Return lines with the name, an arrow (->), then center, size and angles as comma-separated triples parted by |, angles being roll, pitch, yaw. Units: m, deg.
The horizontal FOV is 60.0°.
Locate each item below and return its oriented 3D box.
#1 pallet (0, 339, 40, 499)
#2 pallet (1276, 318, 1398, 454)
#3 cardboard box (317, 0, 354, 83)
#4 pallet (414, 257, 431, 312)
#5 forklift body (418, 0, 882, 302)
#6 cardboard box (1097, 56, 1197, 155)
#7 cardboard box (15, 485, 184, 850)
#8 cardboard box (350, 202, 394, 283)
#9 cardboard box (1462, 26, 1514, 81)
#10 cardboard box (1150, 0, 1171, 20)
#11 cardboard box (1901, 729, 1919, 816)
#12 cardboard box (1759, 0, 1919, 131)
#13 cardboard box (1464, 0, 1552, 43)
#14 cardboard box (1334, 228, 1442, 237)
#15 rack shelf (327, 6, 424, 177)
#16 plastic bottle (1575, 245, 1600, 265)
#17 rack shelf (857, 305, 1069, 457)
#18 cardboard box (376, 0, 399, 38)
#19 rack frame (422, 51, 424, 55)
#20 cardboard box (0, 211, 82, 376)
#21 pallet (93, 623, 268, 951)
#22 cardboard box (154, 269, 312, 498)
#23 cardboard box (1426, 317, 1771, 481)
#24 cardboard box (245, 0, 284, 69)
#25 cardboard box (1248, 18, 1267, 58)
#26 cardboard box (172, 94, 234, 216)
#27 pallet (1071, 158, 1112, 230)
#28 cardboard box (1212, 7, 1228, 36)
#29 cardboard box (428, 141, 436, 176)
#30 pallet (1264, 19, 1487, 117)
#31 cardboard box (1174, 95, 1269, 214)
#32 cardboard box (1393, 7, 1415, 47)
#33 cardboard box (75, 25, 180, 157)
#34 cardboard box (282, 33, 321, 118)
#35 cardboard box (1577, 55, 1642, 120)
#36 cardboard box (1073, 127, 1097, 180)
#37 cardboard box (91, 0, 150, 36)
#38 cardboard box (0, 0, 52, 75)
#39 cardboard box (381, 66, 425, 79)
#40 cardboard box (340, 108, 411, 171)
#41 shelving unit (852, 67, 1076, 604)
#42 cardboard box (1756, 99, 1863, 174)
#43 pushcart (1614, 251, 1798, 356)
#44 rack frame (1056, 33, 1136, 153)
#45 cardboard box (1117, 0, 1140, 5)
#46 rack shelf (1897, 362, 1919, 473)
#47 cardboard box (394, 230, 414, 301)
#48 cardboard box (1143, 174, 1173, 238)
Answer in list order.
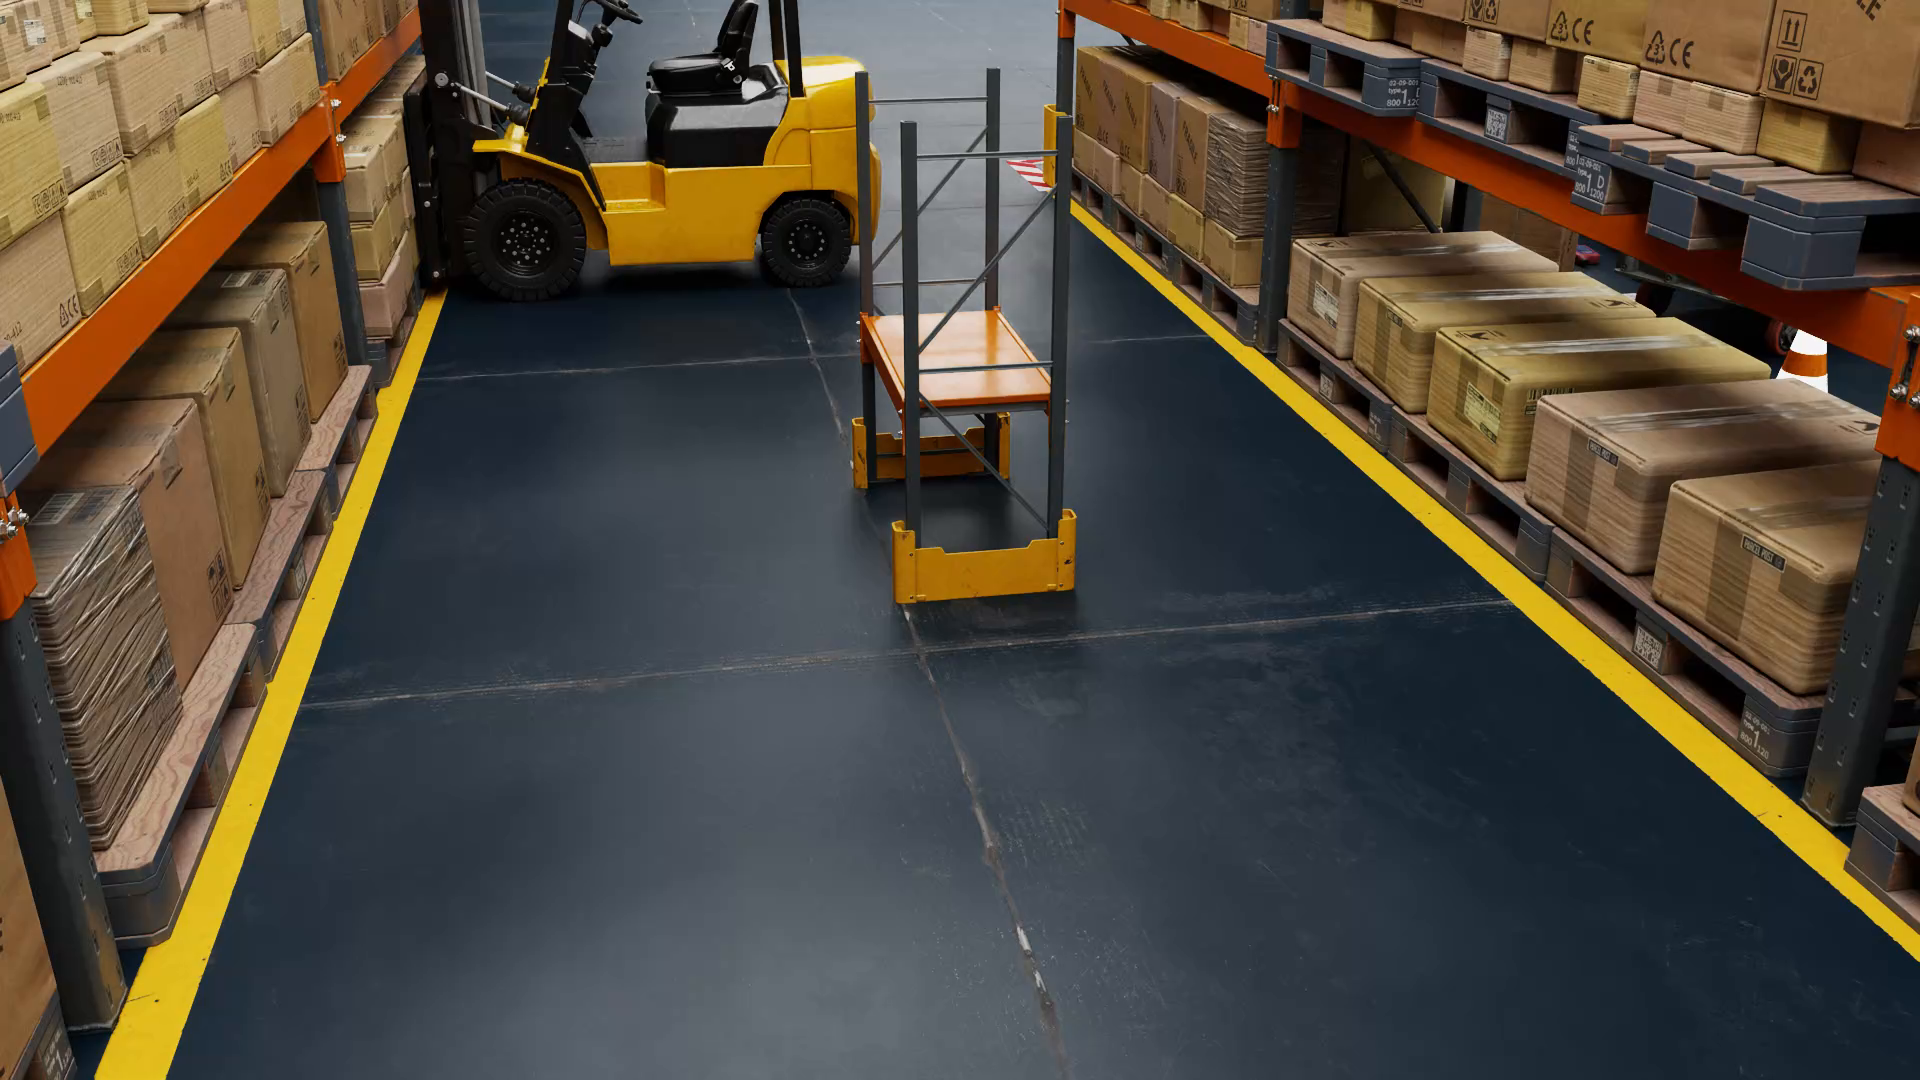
pallet -> -2.055, 0.001, 2.239 | 1.213, 0.211, 1.003 | -4, 24, -10
pallet -> 2.034, -0.706, 7.103 | 1.003, 0.211, 1.213 | -4, 24, -10
cardboard box -> -2.814, -2.161, 6.825 | 0.500, 0.500, 0.500 | -5, 24, -11
pallet -> -3.323, -1.440, 8.784 | 1.003, 0.211, 1.213 | -4, 24, -10
forklift body -> -1.585, -2.495, 8.775 | 2.313, 2.155, 1.214 | -4, 24, -10
cardboard box -> 1.133, -2.587, 9.900 | 0.500, 0.500, 0.500 | -5, 24, -12
cardboard box -> -2.351, 0.301, 3.754 | 0.875, 0.625, 0.625 | -4, 24, -8
cardboard box -> -2.775, -1.296, 7.256 | 0.500, 0.250, 0.500 | -4, 24, -10
cardboard box -> 1.894, -1.612, 5.482 | 0.380, 0.149, 0.250 | -3, 24, -8
cardboard box -> 1.238, -2.880, 8.910 | 0.380, 0.149, 0.250 | -4, 24, -9
cardboard box -> 2.675, 0.342, 3.349 | 0.875, 0.875, 0.875 | -5, 24, -10
cardboard box -> 2.271, -1.250, 3.842 | 0.500, 0.500, 0.500 | -5, 24, -11
cardboard box -> 1.970, -1.865, 5.252 | 0.500, 0.500, 0.500 | -5, 24, -12
cardboard box -> 2.045, -1.475, 8.289 | 0.500, 0.250, 0.500 | -5, 24, -12
rack shelf -> -3.358, -2.378, 8.347 | 1.077, 0.370, 4.000 | -4, 24, -10
plastic bottle -> 3.493, -1.590, 9.314 | 0.133, 0.061, 0.283 | 0, 24, -1
rack shelf -> -0.016, -0.556, 5.599 | 0.538, 0.185, 1.000 | -4, 24, -10
cardboard box -> -3.093, -2.763, 8.204 | 0.500, 0.500, 0.500 | -4, 24, -9
rack frame -> -3.728, -3.495, 10.004 | 1.000, 3.000, 0.127 | -4, 24, -10
cardboard box -> -2.091, -0.472, 3.270 | 0.500, 0.250, 0.500 | -4, 24, -10
pallet -> -2.363, 0.603, 4.105 | 1.003, 0.211, 1.213 | -4, 24, -10
cardboard box -> -2.745, -0.515, 5.625 | 0.875, 0.625, 0.625 | -5, 24, -10
cardboard box -> 2.255, -0.516, 5.943 | 0.950, 0.372, 0.625 | -4, 24, -8
cardboard box -> -2.544, -1.706, 5.470 | 0.500, 0.250, 0.500 | -5, 24, -11
cardboard box -> 1.530, -2.279, 7.534 | 0.380, 0.149, 0.250 | -5, 24, -10
cardboard box -> -2.375, -1.076, 4.654 | 0.500, 0.250, 0.500 | -4, 24, -8
pallet -> 1.279, -2.234, 10.600 | 1.003, 0.211, 1.213 | -4, 24, -10
cardboard box -> 1.473, -2.584, 8.232 | 0.380, 0.149, 0.250 | -5, 24, -10
cardboard box -> -3.133, -2.088, 9.070 | 0.500, 0.250, 0.500 | -5, 24, -11
pallet -> 1.887, -1.891, 6.571 | 1.003, 0.211, 1.213 | -4, 24, -10
cardboard box -> 1.420, -1.979, 8.507 | 0.500, 0.500, 0.500 | -4, 24, -9
cardboard box -> 1.846, -1.922, 6.192 | 0.380, 0.149, 0.250 | -3, 24, -6
cardboard box -> -2.261, -1.105, 4.096 | 0.500, 0.250, 0.500 | -5, 24, -11
cardboard box -> -2.638, -1.674, 6.022 | 0.500, 0.250, 0.500 | -4, 24, -9
cardboard box -> 2.022, -1.308, 4.787 | 0.380, 0.149, 0.250 | -4, 24, -9
cardboard box -> 1.027, -2.458, 10.541 | 0.500, 0.250, 0.500 | -5, 24, -10
cardboard box -> -2.267, -1.345, 4.147 | 0.380, 0.149, 0.250 | -4, 24, -9
cardboard box -> -2.142, -1.042, 3.453 | 0.380, 0.149, 0.250 | -4, 24, -8
cardboard box -> -3.236, -2.527, 9.449 | 0.500, 0.250, 0.500 | -4, 24, -9
cardboard box -> -2.958, -1.922, 8.065 | 0.500, 0.250, 0.500 | -3, 24, -8
shelving unit -> -0.014, -0.717, 5.518 | 0.587, 1.500, 1.083 | -4, 24, -10
cardboard box -> 2.216, -1.006, 4.094 | 0.380, 0.149, 0.250 | -4, 24, -9
pushcart -> 4.120, -1.277, 8.202 | 1.648, 0.377, 0.936 | -13, 27, -28
rack frame -> 1.149, -3.864, 10.848 | 1.000, 3.000, 0.127 | -4, 24, -10
cardboard box -> 1.121, -3.188, 9.616 | 0.380, 0.149, 0.250 | -4, 24, -8
rack shelf -> 2.998, 0.400, 1.986 | 1.077, 0.370, 4.000 | -4, 24, -10
cardboard box -> -2.862, -1.267, 7.814 | 0.500, 0.250, 0.500 | -5, 24, -11
cardboard box -> 1.318, -1.844, 9.136 | 0.500, 0.250, 0.500 | -4, 24, -9
